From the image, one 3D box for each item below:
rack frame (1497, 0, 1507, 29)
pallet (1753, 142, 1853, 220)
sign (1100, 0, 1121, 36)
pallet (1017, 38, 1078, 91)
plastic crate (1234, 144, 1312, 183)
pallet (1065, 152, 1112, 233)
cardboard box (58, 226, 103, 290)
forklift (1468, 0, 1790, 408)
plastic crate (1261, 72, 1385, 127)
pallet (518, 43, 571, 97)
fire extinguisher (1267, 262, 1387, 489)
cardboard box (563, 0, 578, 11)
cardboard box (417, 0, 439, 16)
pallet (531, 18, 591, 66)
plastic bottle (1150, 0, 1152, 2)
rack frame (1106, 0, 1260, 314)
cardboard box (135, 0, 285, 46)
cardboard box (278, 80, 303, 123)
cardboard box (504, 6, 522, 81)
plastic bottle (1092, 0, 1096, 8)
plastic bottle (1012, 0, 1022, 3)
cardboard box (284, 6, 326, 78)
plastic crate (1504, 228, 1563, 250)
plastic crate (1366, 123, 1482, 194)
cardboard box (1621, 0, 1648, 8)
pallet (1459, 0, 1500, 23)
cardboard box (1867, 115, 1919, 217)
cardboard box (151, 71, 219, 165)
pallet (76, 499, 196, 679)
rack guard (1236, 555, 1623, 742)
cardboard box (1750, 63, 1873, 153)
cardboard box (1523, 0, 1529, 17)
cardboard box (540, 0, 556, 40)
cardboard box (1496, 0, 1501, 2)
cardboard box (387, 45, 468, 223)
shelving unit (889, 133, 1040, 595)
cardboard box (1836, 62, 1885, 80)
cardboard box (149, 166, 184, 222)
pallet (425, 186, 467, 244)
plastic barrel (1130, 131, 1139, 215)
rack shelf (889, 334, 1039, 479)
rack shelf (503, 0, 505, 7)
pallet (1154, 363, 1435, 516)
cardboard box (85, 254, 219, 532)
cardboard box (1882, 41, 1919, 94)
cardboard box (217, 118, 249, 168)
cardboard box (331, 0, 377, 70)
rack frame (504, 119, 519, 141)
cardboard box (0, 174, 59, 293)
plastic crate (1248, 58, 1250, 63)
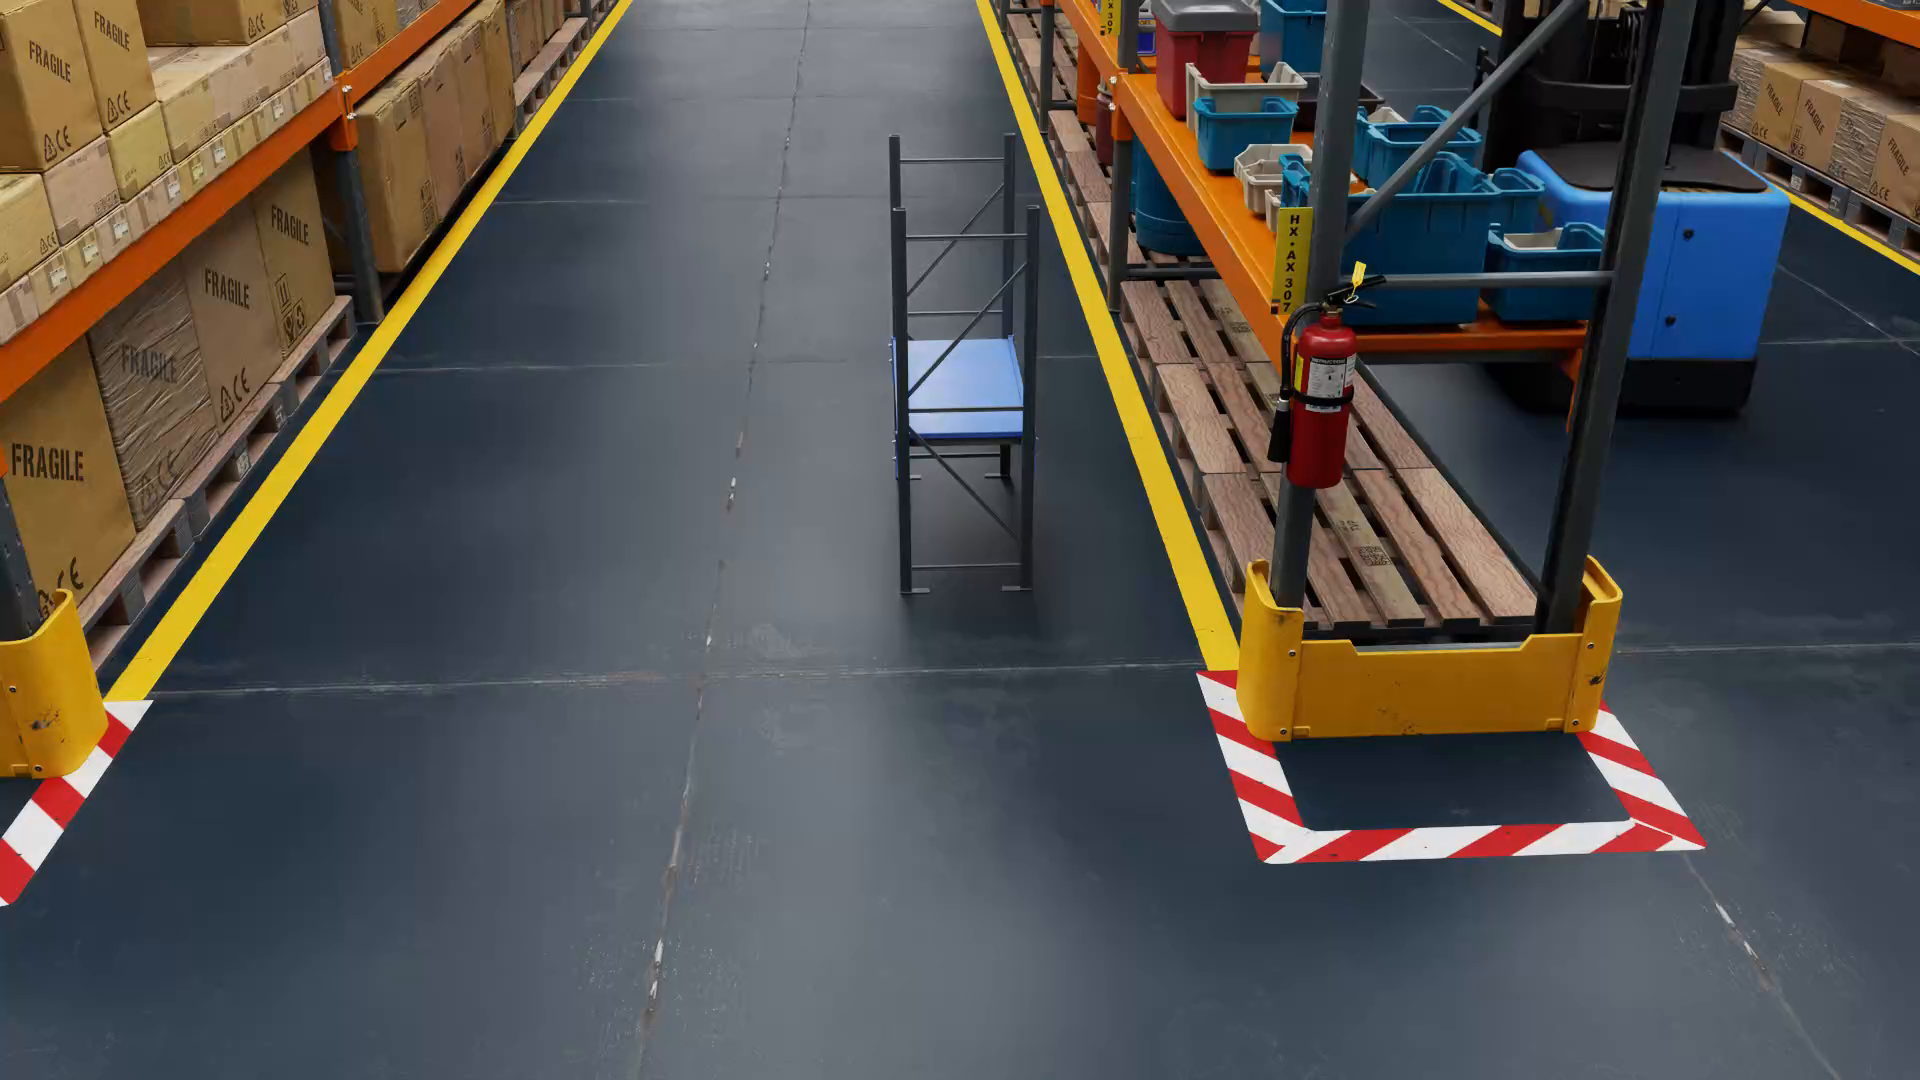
[{"bbox_3d":[5.845,-6.428,15.831,1.000,3.000,0.127,-1,28,-3],"label":"rack frame"},{"bbox_3d":[6.116,-2.436,11.193,1.003,0.211,1.213,-1,28,-3],"label":"pallet"},{"bbox_3d":[0.767,-2.726,8.433,0.100,0.325,0.005,-1,28,-3],"label":"sign"},{"bbox_3d":[1.045,-4.147,14.473,1.003,0.211,1.213,-1,28,-3],"label":"pallet"},{"bbox_3d":[1.228,-1.449,6.504,0.298,0.136,0.250,-1,28,-3],"label":"plastic crate"},{"bbox_3d":[1.251,-2.301,10.934,1.003,0.211,1.213,-1,28,-3],"label":"pallet"},{"bbox_3d":[-3.138,-0.946,5.591,0.380,0.149,0.250,-2,28,-4],"label":"cardboard box"},{"bbox_3d":[3.252,-2.559,8.487,1.130,2.935,3.031,1,28,2],"label":"forklift"},{"bbox_3d":[1.643,-2.010,7.592,0.437,0.125,0.590,-1,28,-3],"label":"plastic crate"},{"bbox_3d":[-3.939,-4.030,14.248,1.003,0.211,1.213,-1,28,-3],"label":"pallet"},{"bbox_3d":[1.079,-0.488,4.929,0.296,0.674,0.183,-1,28,-3],"label":"fire extinguisher"},{"bbox_3d":[-4.028,-5.454,16.212,0.500,0.500,0.500,-2,28,-4],"label":"cardboard box"},{"bbox_3d":[-3.489,-3.460,10.033,0.500,0.500,0.500,-1,28,-2],"label":"cardboard box"},{"bbox_3d":[-4.005,-4.594,15.331,1.003,0.211,1.213,-1,28,-3],"label":"pallet"},{"bbox_3d":[1.086,-3.014,9.338,0.144,0.351,0.185,-1,28,-3],"label":"plastic bottle"},{"bbox_3d":[1.316,-2.615,8.521,1.000,3.000,0.127,-1,28,-3],"label":"rack frame"},{"bbox_3d":[-3.317,-2.456,7.246,0.500,0.500,0.500,-1,28,-2],"label":"cardboard box"},{"bbox_3d":[-3.260,-2.014,7.640,0.380,0.149,0.250,-2,28,-4],"label":"cardboard box"},{"bbox_3d":[-3.935,-3.995,13.393,0.700,0.500,0.500,-4,28,-7],"label":"cardboard box"},{"bbox_3d":[0.851,-3.415,10.179,0.061,0.283,0.133,-1,28,-3],"label":"plastic bottle"},{"bbox_3d":[0.569,-5.424,16.457,0.097,0.201,0.097,0,28,0],"label":"plastic bottle"},{"bbox_3d":[-3.345,-2.364,7.879,0.500,0.250,0.500,-2,28,-4],"label":"cardboard box"},{"bbox_3d":[1.907,-0.950,5.548,0.250,0.136,0.298,-1,28,-3],"label":"plastic crate"},{"bbox_3d":[1.772,-1.451,6.404,0.416,0.233,0.300,-1,28,-3],"label":"plastic crate"},{"bbox_3d":[5.747,-4.272,13.610,0.500,0.311,0.500,-2,28,-3],"label":"cardboard box"},{"bbox_3d":[5.846,-5.560,17.182,1.003,0.211,1.213,-1,28,-3],"label":"pallet"},{"bbox_3d":[5.934,-2.270,10.085,0.500,0.500,0.500,-1,28,-2],"label":"cardboard box"},{"bbox_3d":[-3.265,-1.655,6.520,0.500,0.250,0.500,-2,28,-4],"label":"cardboard box"},{"bbox_3d":[-3.541,0.220,6.099,1.003,0.211,1.213,-1,28,-3],"label":"pallet"},{"bbox_3d":[1.539,0.351,5.537,1.175,0.500,0.348,-1,28,-3],"label":"rack guard"},{"bbox_3d":[5.847,-2.977,11.441,0.500,0.500,0.500,-2,28,-3],"label":"cardboard box"},{"bbox_3d":[5.619,-5.203,16.001,0.500,0.250,0.500,-2,28,-4],"label":"cardboard box"},{"bbox_3d":[-4.031,-4.772,14.884,0.700,0.500,0.500,-2,28,-3],"label":"cardboard box"},{"bbox_3d":[5.603,-5.604,16.770,0.500,0.250,0.500,-1,28,-3],"label":"cardboard box"},{"bbox_3d":[-3.731,-2.448,10.043,1.225,0.875,0.875,-2,28,-4],"label":"cardboard box"},{"bbox_3d":[-0.004,-0.704,6.479,0.538,1.500,1.048,-1,28,-3],"label":"shelving unit"},{"bbox_3d":[6.364,-3.002,11.490,0.500,0.500,0.500,-2,28,-5],"label":"cardboard box"},{"bbox_3d":[-3.179,-1.303,6.276,0.380,0.149,0.250,-2,28,-3],"label":"cardboard box"},{"bbox_3d":[-3.812,-2.179,10.699,1.003,0.211,1.213,-1,28,-3],"label":"pallet"},{"bbox_3d":[1.268,-2.450,10.019,0.600,0.901,0.708,-1,28,-3],"label":"plastic barrel"},{"bbox_3d":[-0.004,-0.545,6.562,0.538,0.185,1.000,-1,28,-3],"label":"rack shelf"},{"bbox_3d":[-3.943,-4.948,13.771,1.077,0.370,4.000,-1,28,-3],"label":"rack shelf"},{"bbox_3d":[1.460,-0.476,7.434,1.003,0.211,1.213,-1,28,-3],"label":"pallet"},{"bbox_3d":[-3.582,-0.607,6.513,0.875,0.875,0.875,-1,28,-3],"label":"cardboard box"},{"bbox_3d":[6.402,-3.075,10.819,0.500,0.250,0.500,-2,28,-4],"label":"cardboard box"},{"bbox_3d":[-3.219,-1.658,6.957,0.380,0.149,0.250,-2,28,-3],"label":"cardboard box"},{"bbox_3d":[-3.404,-2.759,8.688,0.500,0.500,0.500,-1,28,-2],"label":"cardboard box"},{"bbox_3d":[-3.839,-4.343,11.834,1.000,3.000,0.127,-1,28,-3],"label":"rack frame"},{"bbox_3d":[-3.176,-0.942,5.153,0.500,0.250,0.500,-2,28,-4],"label":"cardboard box"},{"bbox_3d":[1.198,-2.307,8.149,0.396,0.136,0.243,-1,28,-3],"label":"plastic crate"}]
